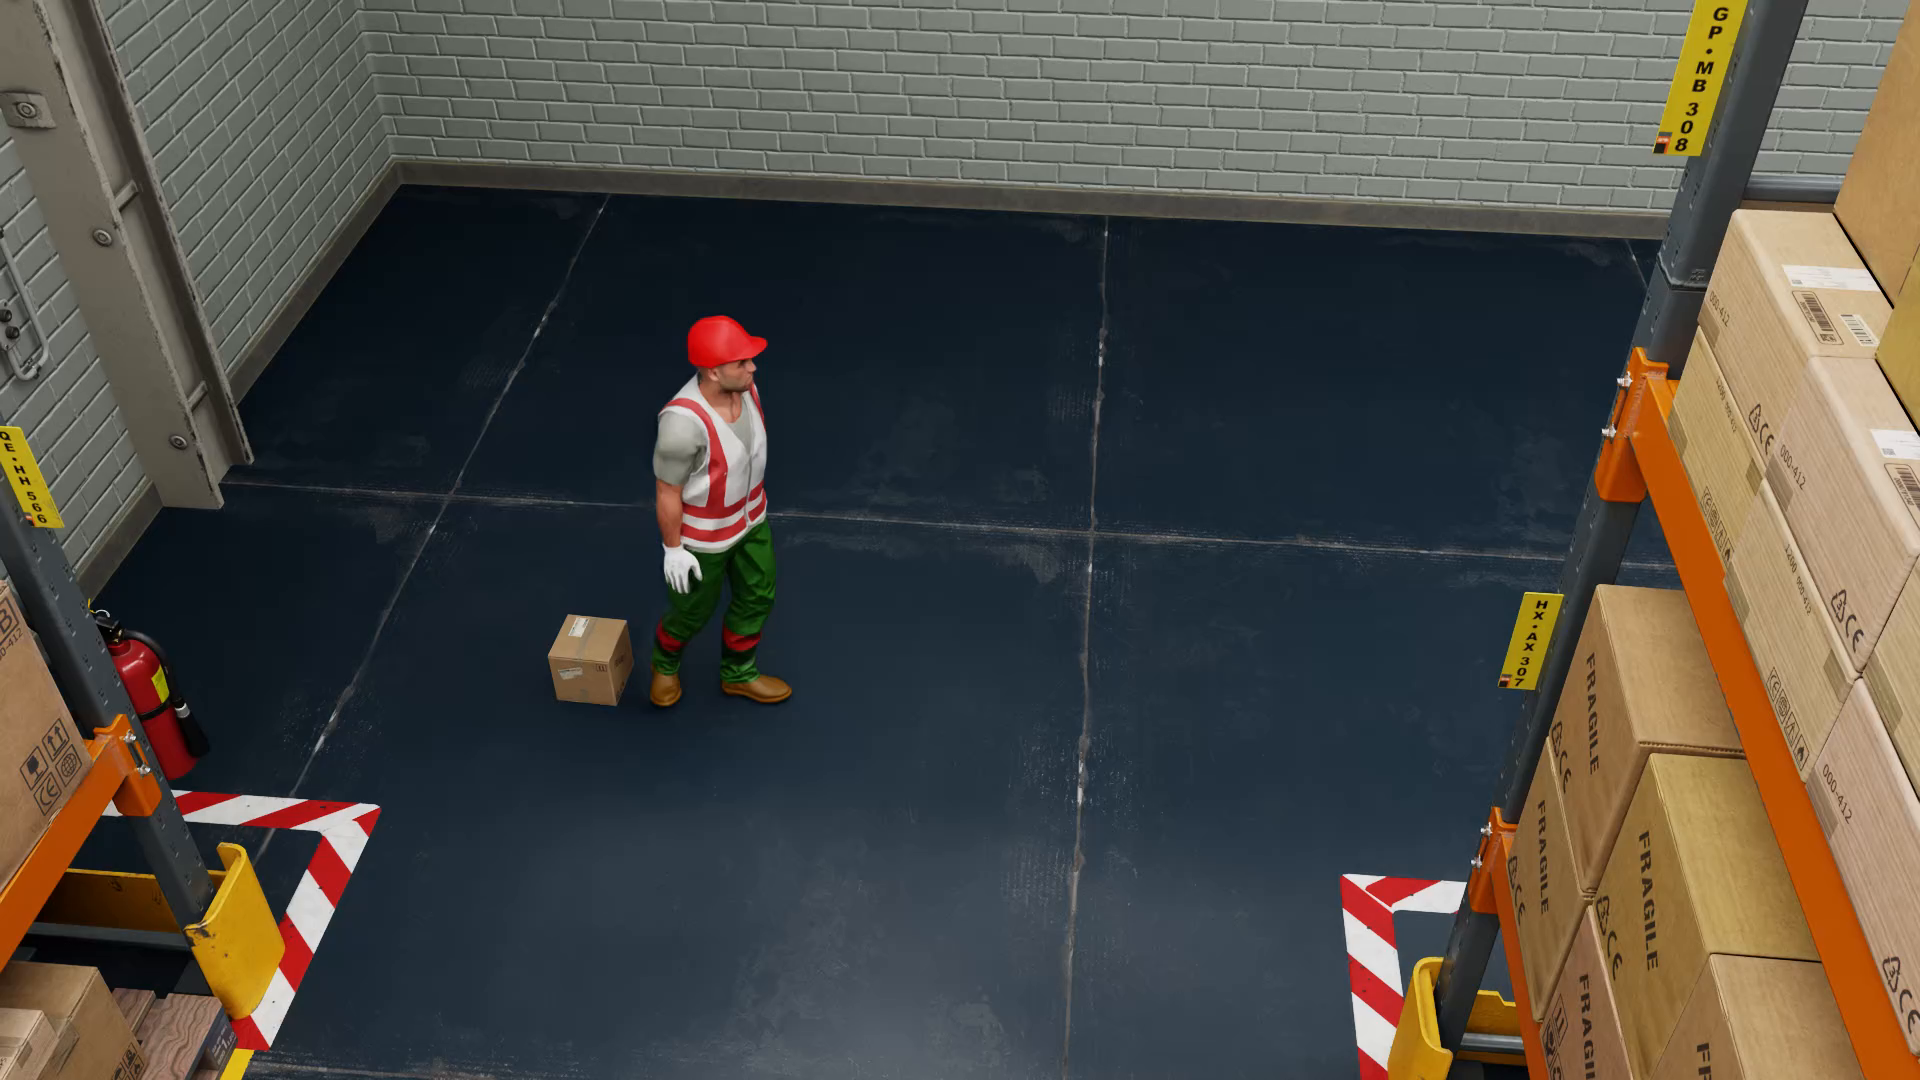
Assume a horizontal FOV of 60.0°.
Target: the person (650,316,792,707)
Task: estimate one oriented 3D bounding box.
[{"bbox_3d":[-0.969,-0.083,6.239,0.571,1.776,0.580,22,44,24],"label":"person"}]
